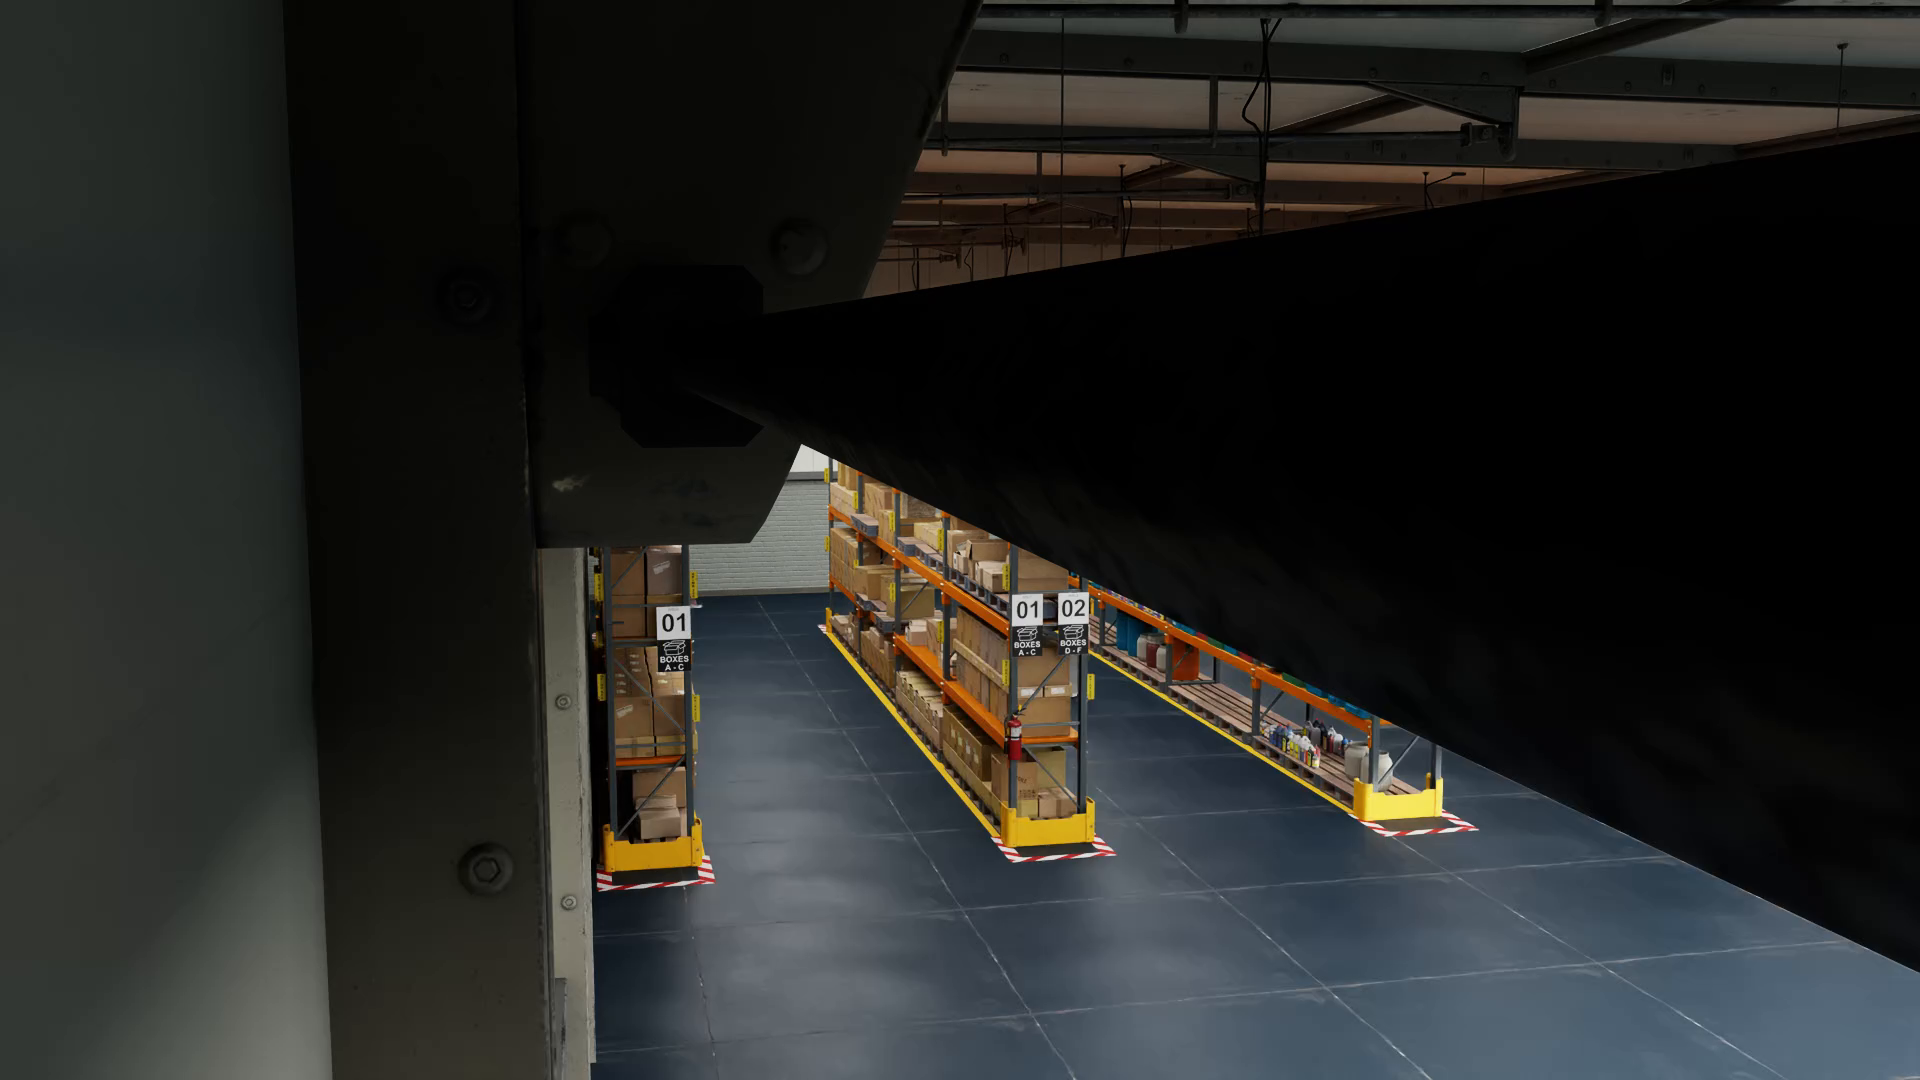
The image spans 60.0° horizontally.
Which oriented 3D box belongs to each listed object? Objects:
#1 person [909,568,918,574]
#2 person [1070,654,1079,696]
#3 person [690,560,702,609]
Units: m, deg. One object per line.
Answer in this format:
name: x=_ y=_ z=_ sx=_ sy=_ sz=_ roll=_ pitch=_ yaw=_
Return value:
person: x=-0.957 y=1.103 z=37.046 sx=0.631 sy=1.602 sz=0.993 roll=-1 pitch=7 yaw=-12
person: x=2.003 y=1.962 z=29.769 sx=0.382 sy=1.684 sz=0.453 roll=-1 pitch=7 yaw=-10
person: x=-6.544 y=0.843 z=39.378 sx=0.850 sy=1.626 sz=0.559 roll=-1 pitch=7 yaw=-6
